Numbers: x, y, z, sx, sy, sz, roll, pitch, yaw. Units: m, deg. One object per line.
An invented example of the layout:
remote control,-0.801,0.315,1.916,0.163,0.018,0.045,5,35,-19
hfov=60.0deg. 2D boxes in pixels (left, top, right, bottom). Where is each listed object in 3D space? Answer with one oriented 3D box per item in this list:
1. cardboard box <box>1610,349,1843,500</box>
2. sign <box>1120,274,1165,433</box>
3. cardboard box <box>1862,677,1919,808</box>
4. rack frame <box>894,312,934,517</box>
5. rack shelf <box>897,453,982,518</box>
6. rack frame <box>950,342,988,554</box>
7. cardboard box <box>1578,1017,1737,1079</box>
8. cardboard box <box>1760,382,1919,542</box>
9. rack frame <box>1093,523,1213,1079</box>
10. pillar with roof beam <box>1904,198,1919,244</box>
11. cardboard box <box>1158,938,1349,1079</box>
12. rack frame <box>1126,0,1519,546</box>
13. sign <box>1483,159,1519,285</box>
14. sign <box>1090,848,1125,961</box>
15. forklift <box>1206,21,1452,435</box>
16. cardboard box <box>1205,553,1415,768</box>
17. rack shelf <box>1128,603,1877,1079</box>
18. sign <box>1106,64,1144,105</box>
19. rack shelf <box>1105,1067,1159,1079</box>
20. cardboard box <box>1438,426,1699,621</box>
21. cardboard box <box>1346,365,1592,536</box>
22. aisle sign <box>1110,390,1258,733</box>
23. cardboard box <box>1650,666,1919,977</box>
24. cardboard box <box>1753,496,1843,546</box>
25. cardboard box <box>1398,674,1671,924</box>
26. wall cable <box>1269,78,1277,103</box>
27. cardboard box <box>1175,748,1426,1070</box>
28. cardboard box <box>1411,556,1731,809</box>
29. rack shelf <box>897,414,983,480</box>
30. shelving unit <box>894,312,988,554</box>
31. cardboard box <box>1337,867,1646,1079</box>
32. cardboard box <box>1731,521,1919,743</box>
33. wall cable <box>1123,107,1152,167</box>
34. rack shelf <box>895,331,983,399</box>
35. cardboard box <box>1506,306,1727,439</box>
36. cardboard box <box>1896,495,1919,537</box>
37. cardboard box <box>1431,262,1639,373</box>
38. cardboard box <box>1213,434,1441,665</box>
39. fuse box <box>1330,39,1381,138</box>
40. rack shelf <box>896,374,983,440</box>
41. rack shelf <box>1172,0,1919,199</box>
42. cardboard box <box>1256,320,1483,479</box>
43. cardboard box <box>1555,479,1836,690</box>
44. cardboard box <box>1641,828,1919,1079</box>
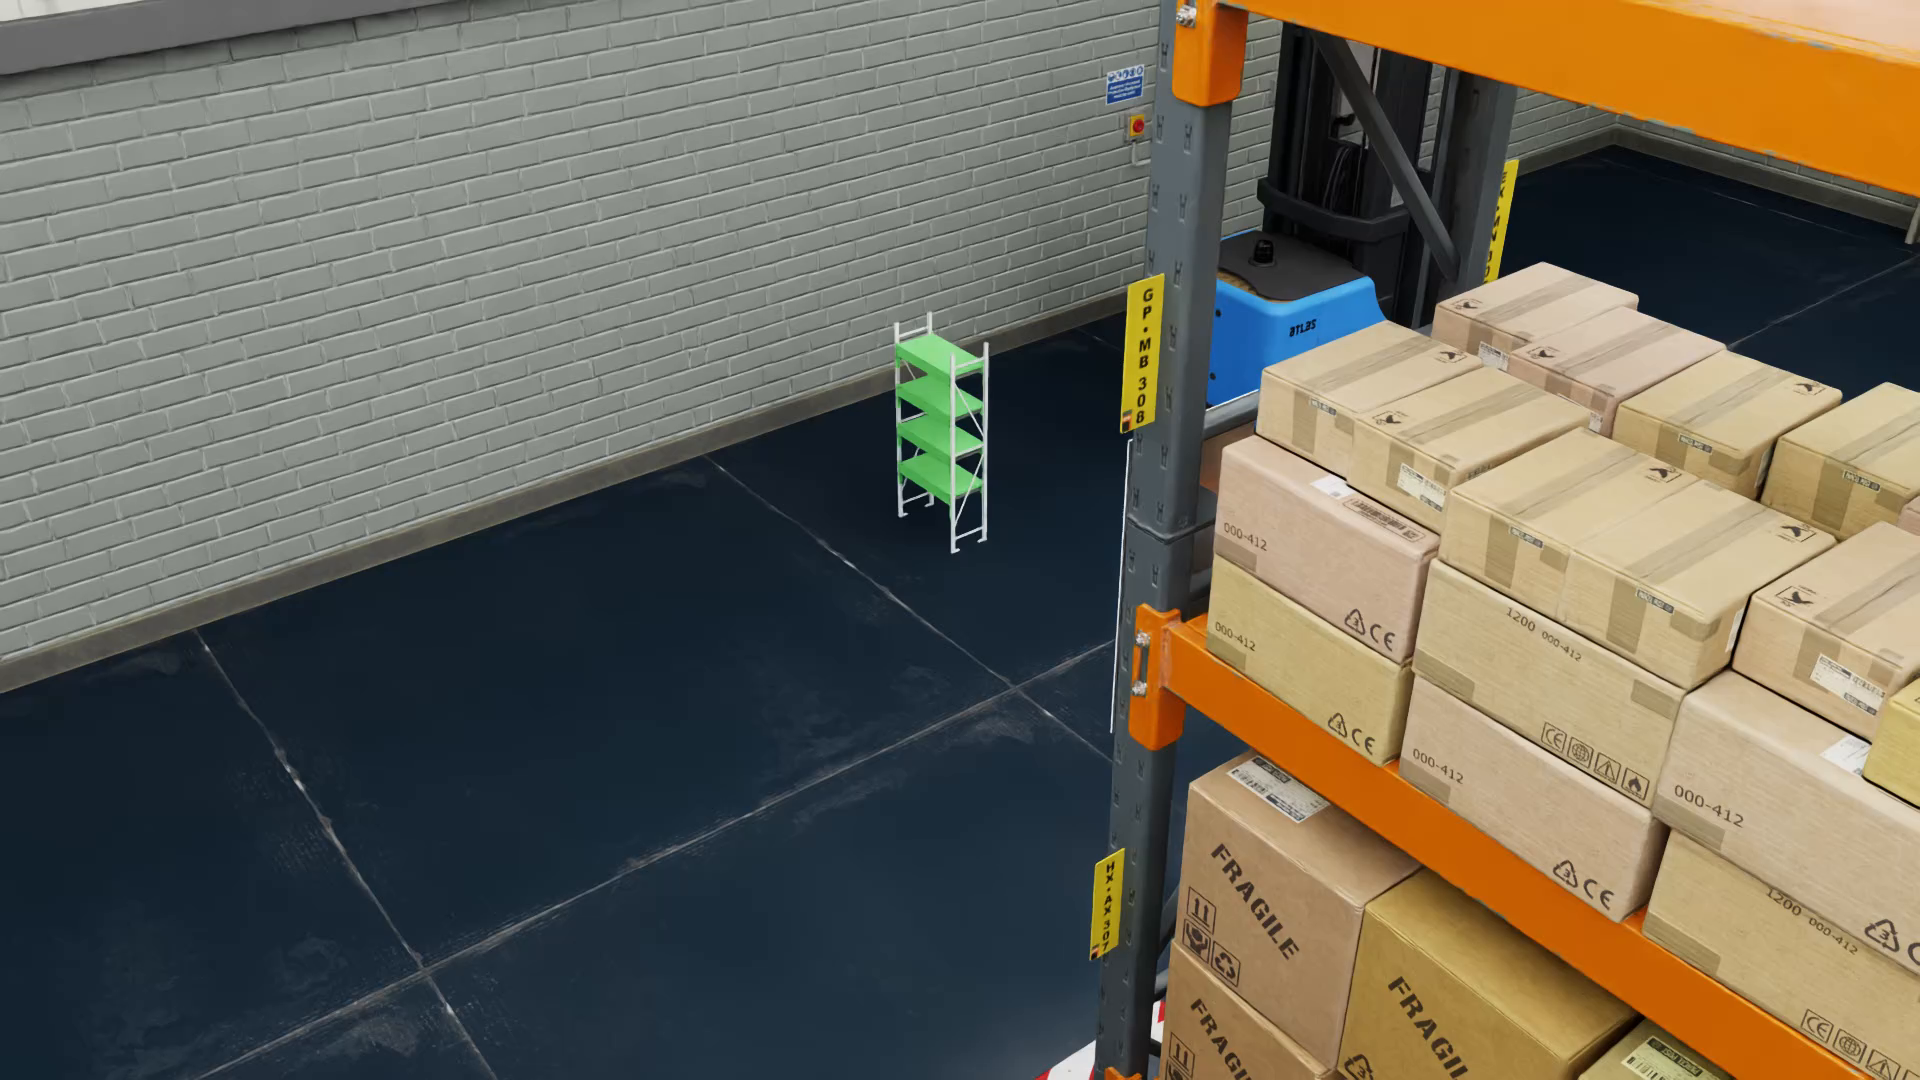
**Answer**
cardboard box,1.464,-0.209,3.192,0.380,0.149,0.250,-24,39,-33
sign,0.367,-0.372,3.334,0.100,0.325,0.005,-22,38,-31
cardboard box,1.542,0.279,2.406,0.380,0.149,0.250,-21,38,-30
rack frame,-0.251,-0.680,9.208,0.240,1.200,0.015,-22,38,-31
rack shelf,-0.102,-0.321,9.205,0.258,0.148,0.480,-22,38,-31
rack frame,0.048,-0.477,8.881,0.240,1.200,0.015,-22,38,-31
cardboard box,1.477,1.210,3.135,0.500,0.500,0.500,-23,39,-32
cardboard box,1.711,-0.134,3.071,0.380,0.149,0.250,-22,38,-31
rack frame,0.796,1.098,4.639,1.000,3.000,0.127,-22,38,-31
pillar with roof beam,4.221,-4.724,8.327,9.100,9.000,0.400,-22,38,-31
cardboard box,0.853,1.206,4.089,0.500,0.500,0.500,-20,37,-29
rack frame,0.796,-1.450,3.056,1.000,3.000,0.127,-22,38,-31
sign,1.247,-0.723,3.890,0.100,0.325,0.005,-22,38,-31
sign,0.367,0.906,4.128,0.100,0.325,0.005,-22,38,-31
forklift,2.678,-2.291,10.160,3.031,2.935,1.130,-21,38,-30
cardboard box,0.869,0.157,3.453,0.500,0.250,0.500,-21,37,-30
rack shelf,2.022,0.963,2.695,1.077,0.370,4.000,-22,38,-31
sign,1.092,-3.013,11.001,0.327,0.218,0.001,-22,38,-31
rack shelf,2.022,2.237,3.487,1.077,0.370,4.000,-22,38,-31
cardboard box,1.066,-0.037,2.913,0.380,0.149,0.250,-22,38,-31
cardboard box,0.957,-0.174,3.134,0.380,0.149,0.250,-21,37,-30
aisle sign,0.514,0.060,3.846,0.394,0.787,0.004,-22,38,-31
cardboard box,1.481,0.374,2.630,0.500,0.250,0.500,-22,38,-31
cardboard box,1.594,-0.002,3.236,0.500,0.250,0.500,-23,39,-33
cardboard box,1.189,0.378,3.097,0.500,0.250,0.500,-21,37,-30
wall cable,2.281,-3.783,11.535,0.588,1.984,0.122,-22,38,-31
cardboard box,0.861,0.778,3.831,0.500,0.500,0.500,-23,38,-32
cardboard box,1.181,0.159,2.975,0.500,0.250,0.500,-23,38,-32
rack shelf,-0.102,-0.524,9.078,0.258,0.148,0.480,-22,38,-31
shelving unit,-0.102,-0.579,9.045,0.258,1.200,0.503,-22,38,-31
cardboard box,1.176,0.986,3.495,0.500,0.500,0.500,-21,38,-30
cardboard box,1.455,0.138,2.632,0.380,0.149,0.250,-21,38,-30
wall cable,1.168,-3.333,10.780,0.585,1.953,0.123,-22,38,-31
rack shelf,-0.101,-0.932,8.825,0.258,0.148,0.480,-22,38,-31
cardboard box,1.323,-0.323,3.375,0.380,0.149,0.250,-22,38,-31
cardboard box,1.819,-0.009,2.869,0.380,0.149,0.250,-23,39,-32
cardboard box,1.232,-0.451,3.580,0.380,0.149,0.250,-23,38,-32
cardboard box,0.866,-0.054,3.319,0.500,0.250,0.500,-22,38,-31
fuse box,2.917,-2.959,12.393,0.539,1.711,0.414,-22,38,-31
rack shelf,-0.101,-0.728,8.952,0.258,0.148,0.480,-22,38,-31
rack shelf,2.022,-0.310,1.905,1.077,0.370,4.000,-22,38,-31
cardboard box,0.815,-0.285,3.314,0.380,0.149,0.250,-23,38,-32
cardboard box,1.214,0.065,2.750,0.380,0.149,0.250,-22,38,-31
cardboard box,1.515,0.589,2.758,0.500,0.250,0.500,-24,39,-33
